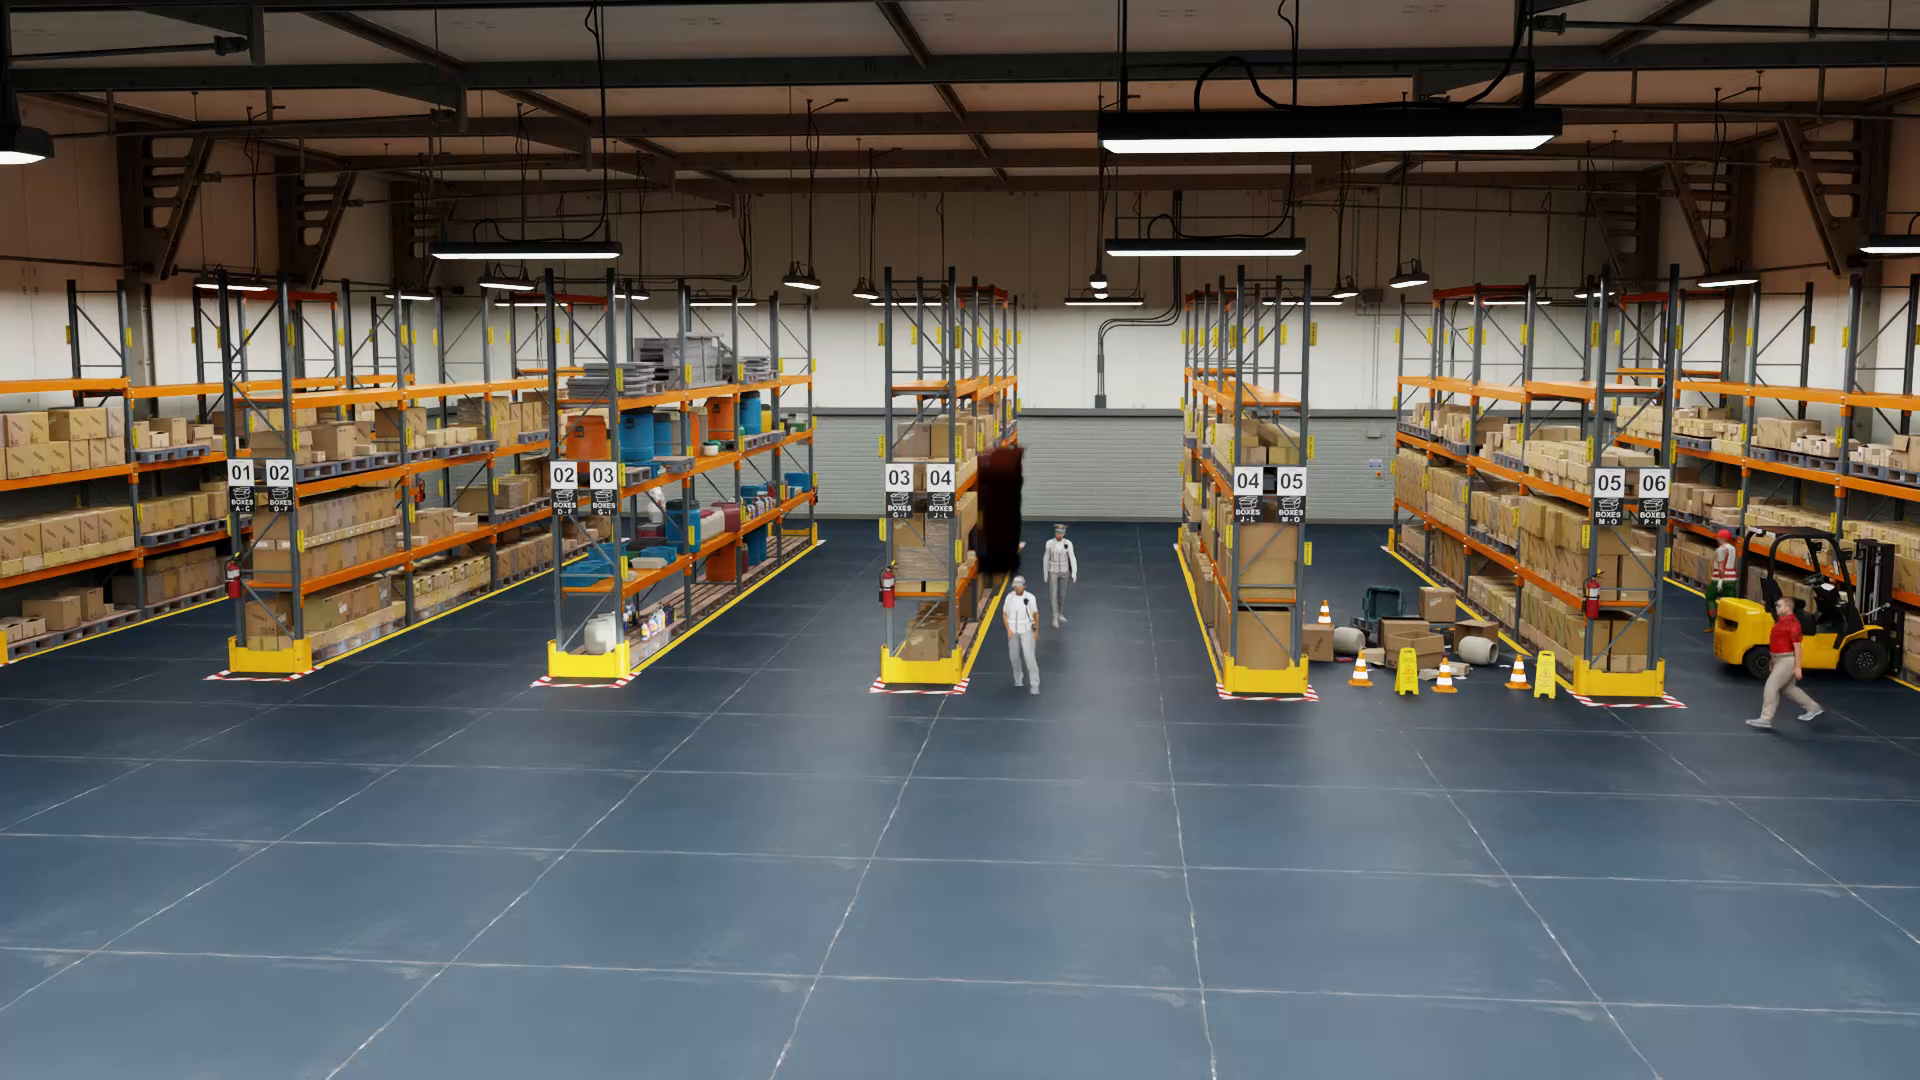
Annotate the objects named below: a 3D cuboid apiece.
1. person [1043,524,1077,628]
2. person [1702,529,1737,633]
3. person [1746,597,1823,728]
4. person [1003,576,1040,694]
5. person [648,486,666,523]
[{"bbox_3d":[1.644,0.564,27.320,0.535,1.663,0.706,-1,7,-4],"label":"person"},{"bbox_3d":[12.925,0.726,28.054,0.507,1.804,0.549,-1,7,-7],"label":"person"},{"bbox_3d":[10.645,1.569,21.364,1.019,1.683,0.538,1,7,6],"label":"person"},{"bbox_3d":[0.920,1.329,23.698,0.659,1.637,0.764,3,7,22],"label":"person"},{"bbox_3d":[-7.182,-0.651,39.304,0.759,1.747,0.623,-3,8,-26],"label":"person"}]
